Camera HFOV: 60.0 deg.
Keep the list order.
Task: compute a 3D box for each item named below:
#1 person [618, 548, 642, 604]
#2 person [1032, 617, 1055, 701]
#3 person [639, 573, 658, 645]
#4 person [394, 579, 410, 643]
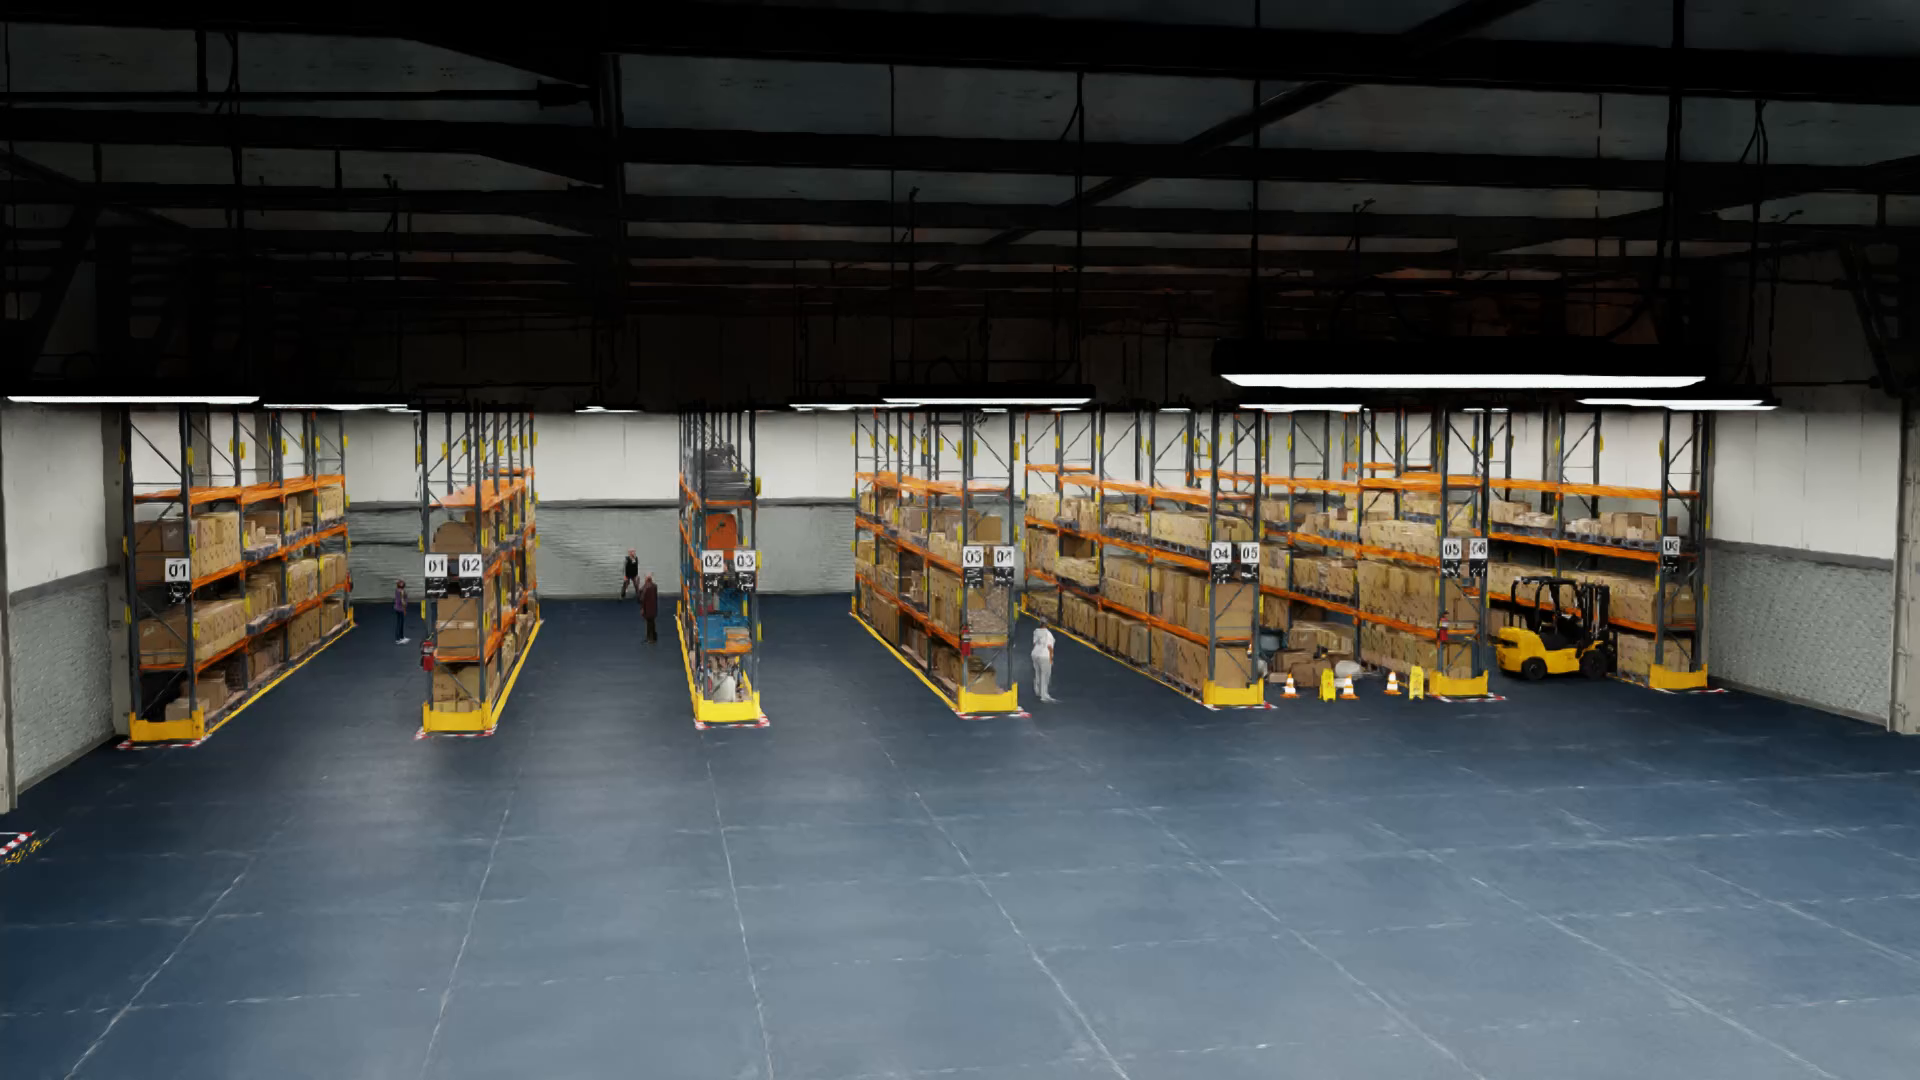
[{"bbox_3d":[-9.981,1.082,50.370,0.581,1.693,0.930,-3,5,-38],"label":"person"},{"bbox_3d":[1.688,2.368,33.340,0.450,1.668,0.520,-4,6,-40],"label":"person"},{"bbox_3d":[-7.765,1.694,41.409,0.630,1.773,0.677,1,5,17],"label":"person"},{"bbox_3d":[-13.982,1.765,41.698,0.419,1.603,0.502,-3,5,-33],"label":"person"}]
